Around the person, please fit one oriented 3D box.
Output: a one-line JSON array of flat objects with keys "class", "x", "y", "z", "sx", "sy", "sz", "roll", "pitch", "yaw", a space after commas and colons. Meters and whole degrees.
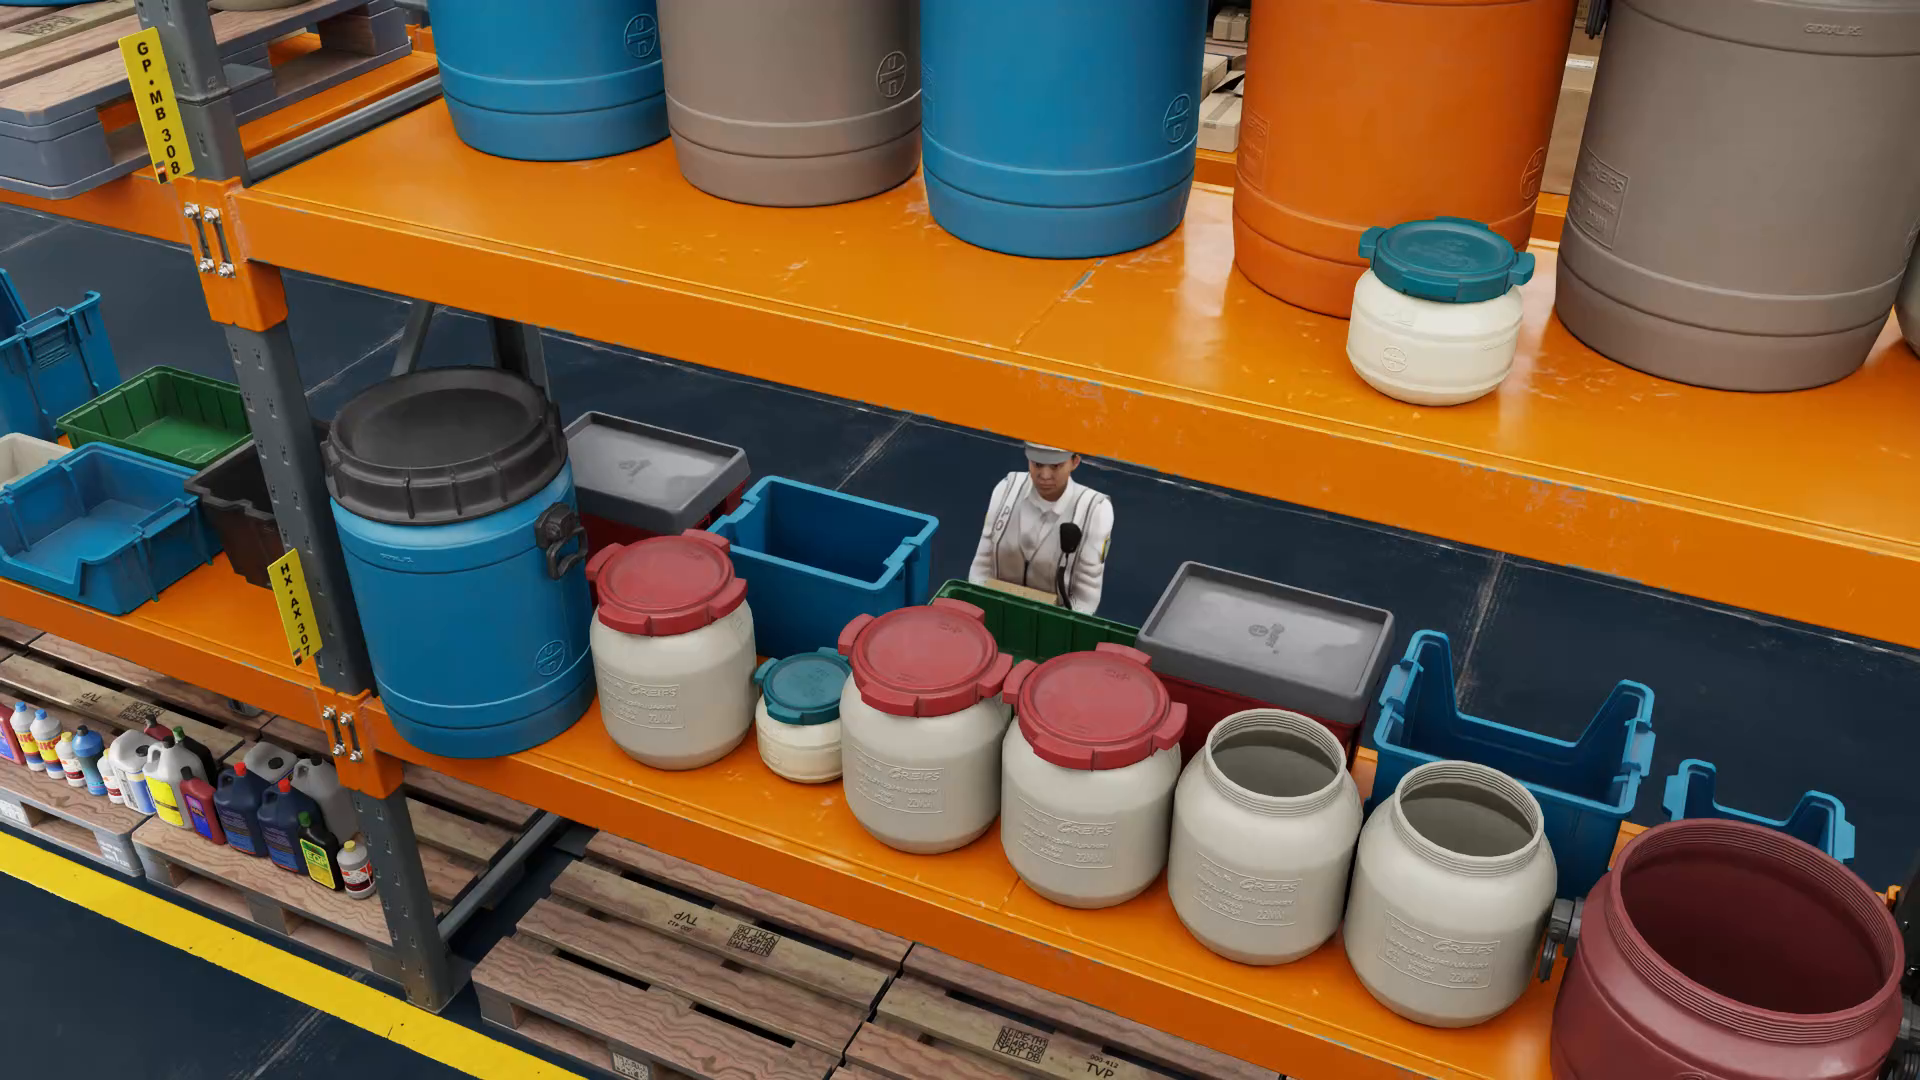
[{"class": "person", "x": 0.241, "y": 0.348, "z": 5.605, "sx": 0.453, "sy": 1.691, "sz": 0.523, "roll": 14, "pitch": 36, "yaw": 20}]
